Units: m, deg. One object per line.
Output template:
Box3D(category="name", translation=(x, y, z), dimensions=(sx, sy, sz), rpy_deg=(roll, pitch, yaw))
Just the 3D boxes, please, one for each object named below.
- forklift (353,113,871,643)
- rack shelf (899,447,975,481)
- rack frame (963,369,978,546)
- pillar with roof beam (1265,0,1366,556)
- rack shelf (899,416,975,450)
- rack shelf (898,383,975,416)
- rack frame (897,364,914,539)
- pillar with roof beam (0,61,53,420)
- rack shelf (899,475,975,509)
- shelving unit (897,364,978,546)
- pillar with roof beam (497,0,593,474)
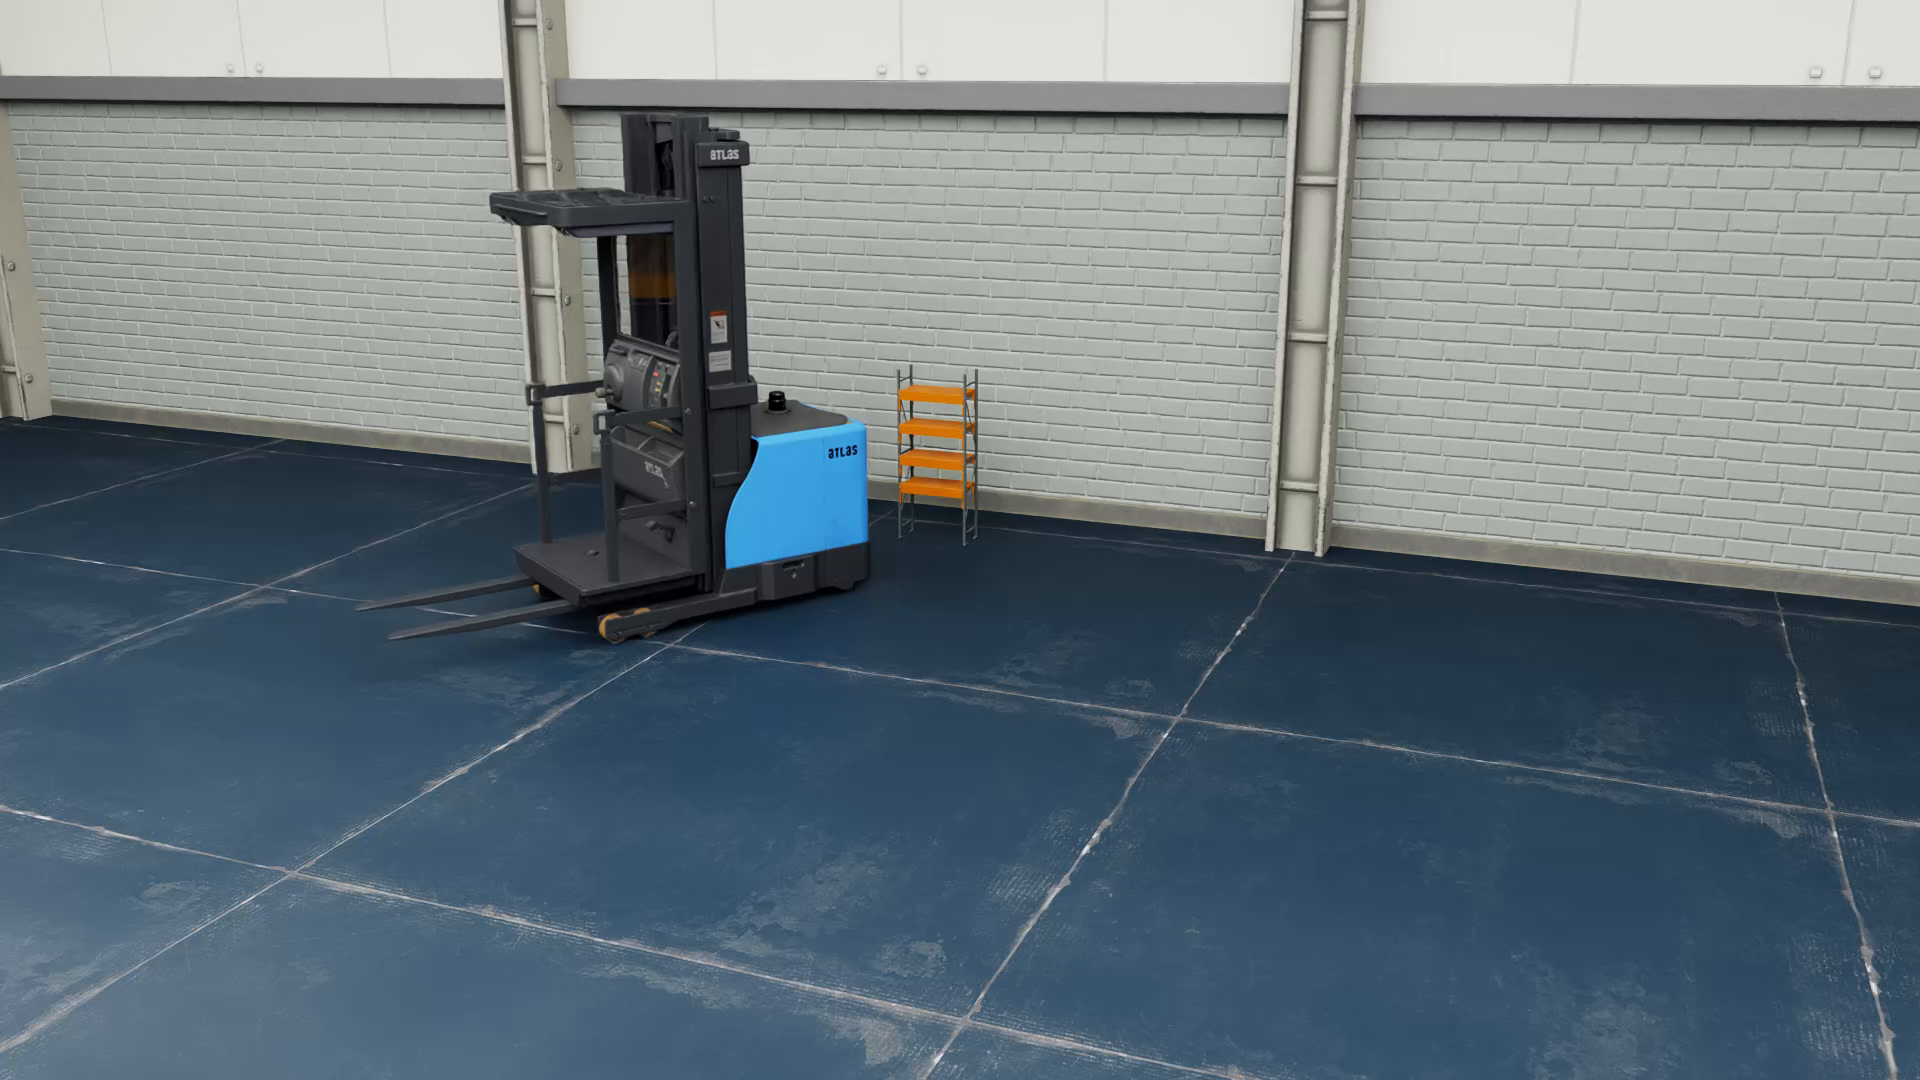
Box3D(category="forklift", translation=(-2.061, -0.977, 9.782), dimensions=(3.031, 2.935, 1.130), rpy_deg=(-11, 20, -34))
Box3D(category="rack shelf", translation=(-0.154, -0.529, 11.583), dimensions=(0.480, 0.148, 0.258), rpy_deg=(6, 17, 21))
Box3D(category="rack frame", translation=(0.073, -0.568, 11.479), dimensions=(0.015, 1.200, 0.240), rpy_deg=(6, 17, 21))
Box3D(category="pillar with roof beam", translation=(0.756, -3.153, 6.394), dimensions=(0.400, 9.000, 9.100), rpy_deg=(6, 17, 21))
Box3D(category="rack shelf", translation=(-0.154, -0.743, 11.521), dimensions=(0.480, 0.148, 0.258), rpy_deg=(6, 17, 21))
Box3D(category="rack shelf", translation=(-0.154, -0.971, 11.455), dimensions=(0.480, 0.148, 0.258), rpy_deg=(6, 17, 21))
Box3D(category="rack frame", translation=(-0.381, -0.618, 11.651), dimensions=(0.015, 1.200, 0.240), rpy_deg=(6, 17, 21))
Box3D(category="pillar with roof beam", translation=(-10.407, -4.381, 10.622), dimensions=(0.400, 9.000, 9.100), rpy_deg=(6, 17, 21))
Box3D(category="rack shelf", translation=(-0.154, -0.338, 11.639), dimensions=(0.480, 0.148, 0.258), rpy_deg=(6, 17, 21))
Box3D(category="shelving unit", translation=(-0.154, -0.593, 11.565), dimensions=(0.503, 1.200, 0.258), rpy_deg=(6, 17, 21))
Box3D(category="pillar with roof beam", translation=(-4.826, -3.767, 8.508), dimensions=(0.400, 9.000, 9.100), rpy_deg=(6, 17, 21))
